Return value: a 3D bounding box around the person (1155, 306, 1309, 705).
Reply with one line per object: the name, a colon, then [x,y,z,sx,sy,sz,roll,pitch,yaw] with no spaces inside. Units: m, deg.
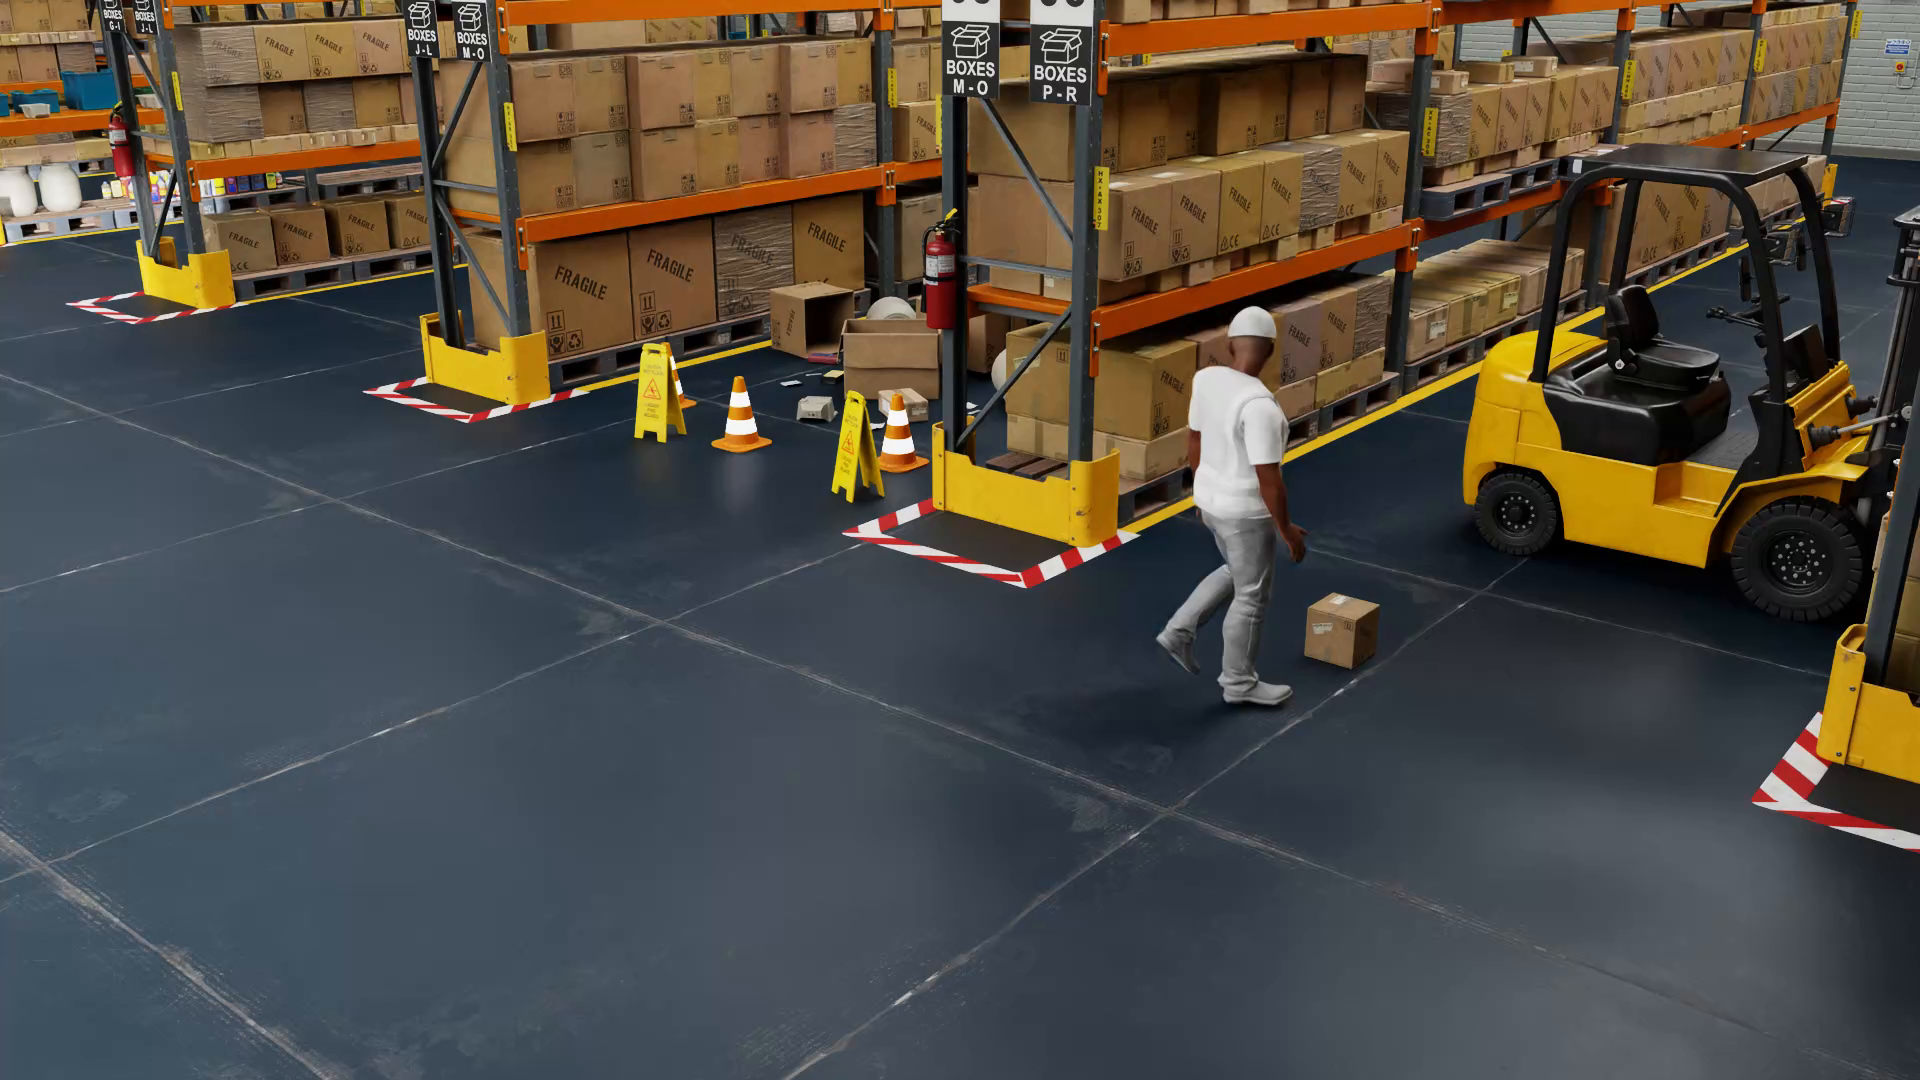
person: [1.189,-0.133,7.195,0.543,1.764,0.631,-5,21,-14]
